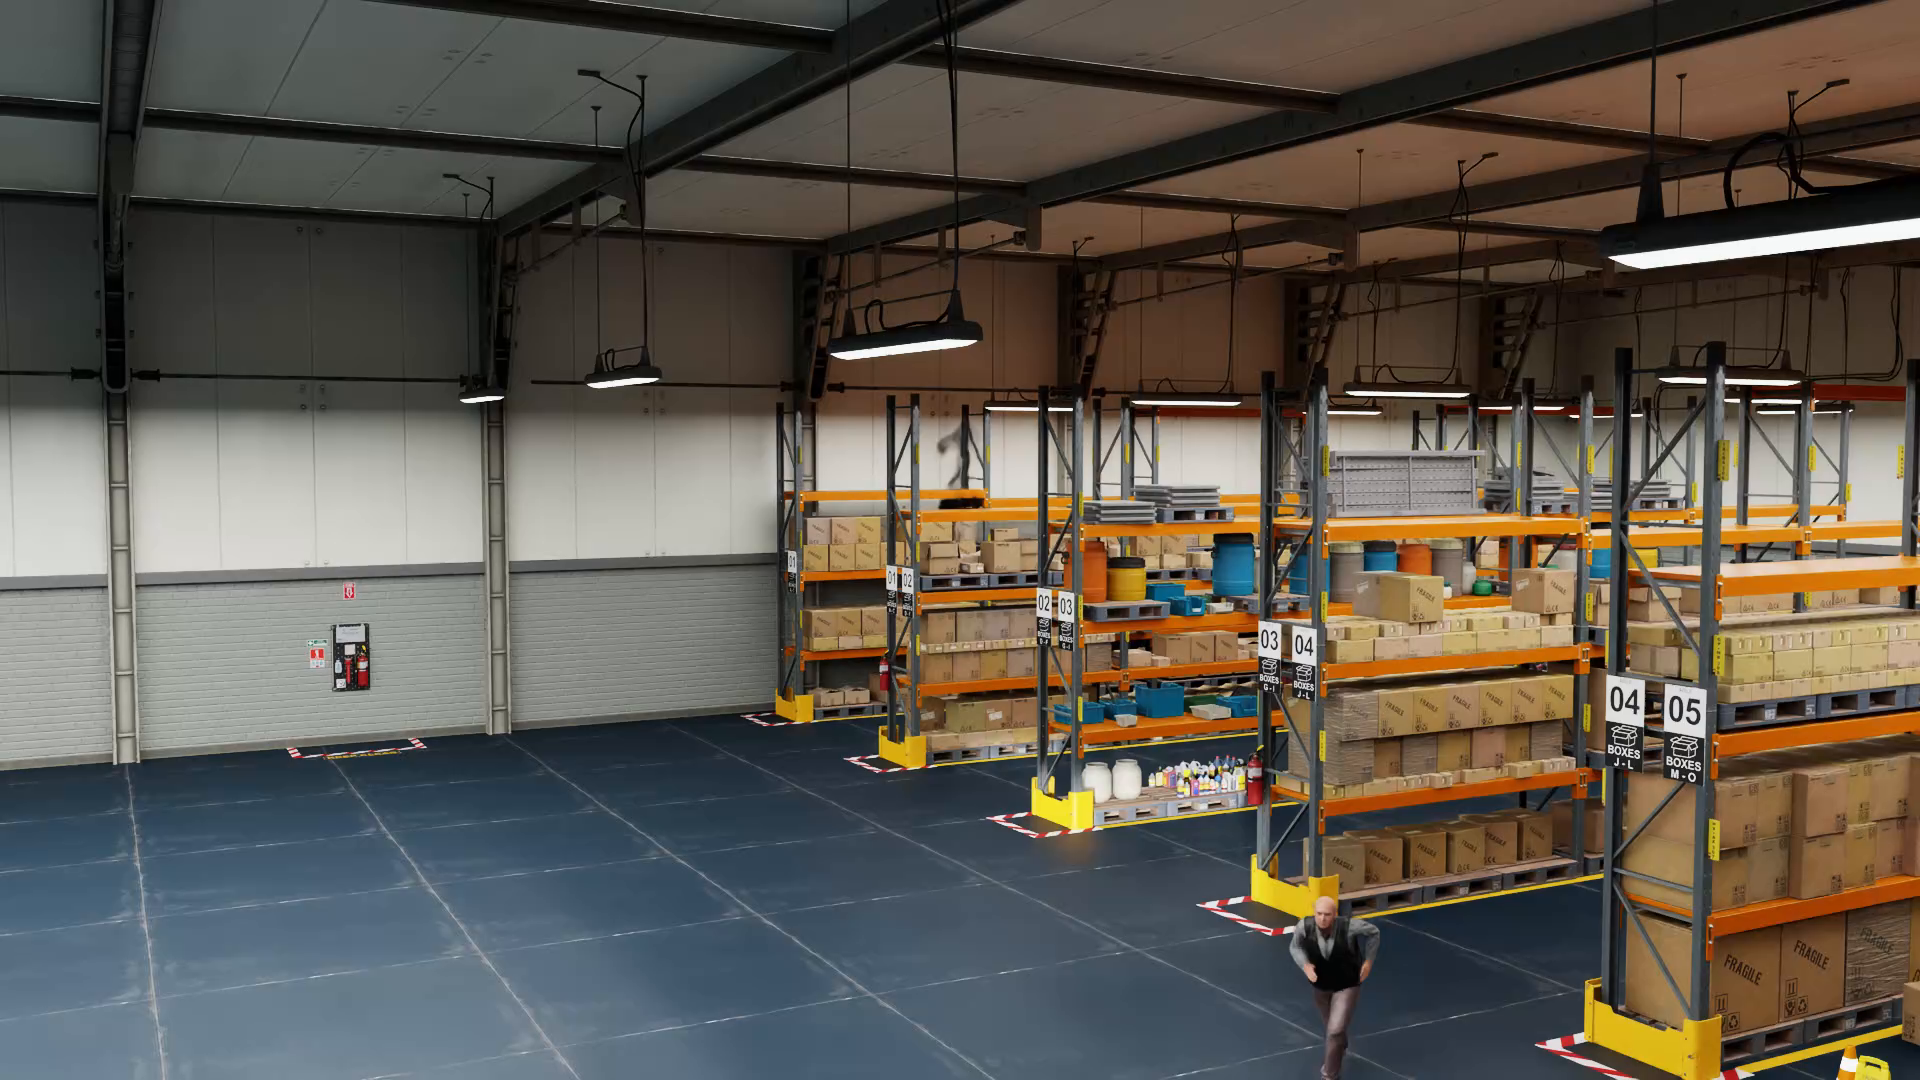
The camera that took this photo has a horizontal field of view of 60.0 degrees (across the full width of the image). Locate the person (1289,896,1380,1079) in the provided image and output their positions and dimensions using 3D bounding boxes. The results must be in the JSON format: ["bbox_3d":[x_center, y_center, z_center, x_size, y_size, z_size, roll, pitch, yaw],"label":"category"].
[{"bbox_3d":[3.028,3.613,13.386,0.701,1.682,0.994,1,4,23],"label":"person"}]
